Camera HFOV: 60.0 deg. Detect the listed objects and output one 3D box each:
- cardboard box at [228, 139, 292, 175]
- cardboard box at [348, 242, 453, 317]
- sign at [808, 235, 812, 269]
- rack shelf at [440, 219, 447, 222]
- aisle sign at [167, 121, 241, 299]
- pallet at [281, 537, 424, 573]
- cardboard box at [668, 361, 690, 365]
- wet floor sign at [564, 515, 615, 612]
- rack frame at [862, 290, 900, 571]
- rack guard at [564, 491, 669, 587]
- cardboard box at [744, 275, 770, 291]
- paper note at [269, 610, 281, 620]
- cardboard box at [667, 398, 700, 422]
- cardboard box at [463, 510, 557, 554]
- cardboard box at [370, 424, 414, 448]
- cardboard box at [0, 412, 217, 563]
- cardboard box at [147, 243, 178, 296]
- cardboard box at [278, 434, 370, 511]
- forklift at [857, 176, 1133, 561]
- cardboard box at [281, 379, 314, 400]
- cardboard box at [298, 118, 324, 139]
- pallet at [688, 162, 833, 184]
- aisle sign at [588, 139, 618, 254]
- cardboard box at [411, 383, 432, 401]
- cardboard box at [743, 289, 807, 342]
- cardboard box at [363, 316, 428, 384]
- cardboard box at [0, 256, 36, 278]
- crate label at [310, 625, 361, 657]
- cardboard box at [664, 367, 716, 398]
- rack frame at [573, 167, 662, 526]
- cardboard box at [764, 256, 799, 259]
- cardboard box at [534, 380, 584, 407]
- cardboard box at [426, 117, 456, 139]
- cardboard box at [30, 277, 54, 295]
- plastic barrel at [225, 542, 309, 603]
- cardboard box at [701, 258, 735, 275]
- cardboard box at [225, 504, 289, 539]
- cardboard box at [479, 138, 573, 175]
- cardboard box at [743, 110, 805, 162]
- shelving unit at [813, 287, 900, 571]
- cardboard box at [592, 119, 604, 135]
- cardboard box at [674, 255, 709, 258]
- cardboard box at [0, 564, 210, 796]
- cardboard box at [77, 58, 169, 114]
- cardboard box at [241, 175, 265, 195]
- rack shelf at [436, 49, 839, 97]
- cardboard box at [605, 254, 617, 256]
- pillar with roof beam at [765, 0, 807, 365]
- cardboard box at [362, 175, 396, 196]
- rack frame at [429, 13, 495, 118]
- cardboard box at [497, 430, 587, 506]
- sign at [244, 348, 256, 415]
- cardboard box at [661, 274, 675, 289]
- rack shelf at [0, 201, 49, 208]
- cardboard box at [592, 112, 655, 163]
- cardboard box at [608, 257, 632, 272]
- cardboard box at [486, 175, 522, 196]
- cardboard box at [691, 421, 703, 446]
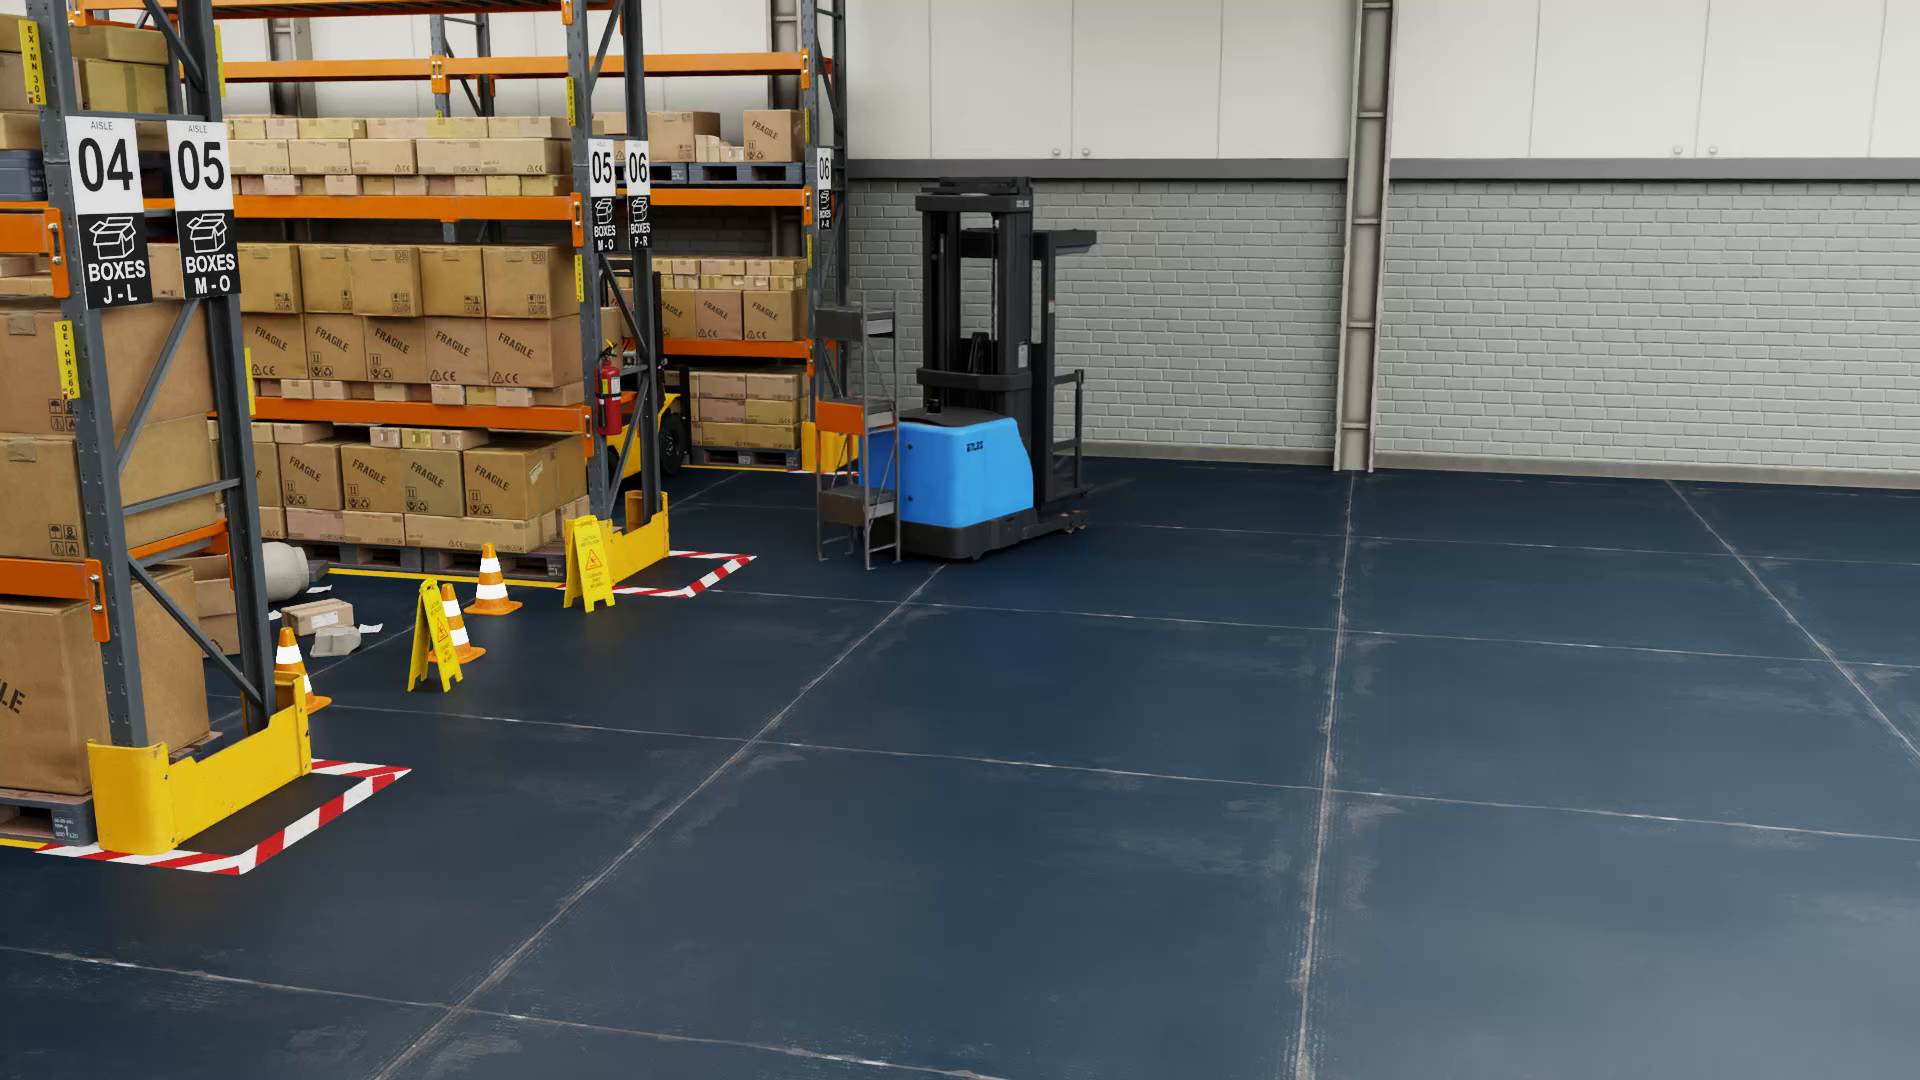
[{"bbox_3d":[-5.060,-2.845,12.368,0.500,0.250,0.500,3,13,14],"label":"cardboard box"},{"bbox_3d":[-4.082,-1.931,12.285,0.500,0.500,0.700,3,13,13],"label":"cardboard box"},{"bbox_3d":[-1.482,-2.847,16.420,0.005,0.325,0.100,3,13,14],"label":"sign"},{"bbox_3d":[-7.164,-3.704,18.239,4.000,0.370,1.077,3,13,14],"label":"rack shelf"},{"bbox_3d":[-3.471,-1.518,7.648,0.004,0.787,0.394,3,13,14],"label":"aisle sign"},{"bbox_3d":[-4.559,0.009,13.207,1.213,0.211,1.003,3,13,14],"label":"pallet"},{"bbox_3d":[-3.224,-1.776,17.885,0.500,0.250,0.500,3,13,12],"label":"cardboard box"},{"bbox_3d":[-2.596,0.149,11.573,0.232,0.644,0.267,8,15,33],"label":"wet floor sign"},{"bbox_3d":[-0.594,-0.825,12.603,0.015,2.100,0.400,9,16,36],"label":"rack frame"},{"bbox_3d":[-2.598,-0.019,12.665,0.348,0.500,1.175,3,13,14],"label":"rack guard"},{"bbox_3d":[-1.997,-2.611,16.848,0.250,0.149,0.380,3,13,14],"label":"cardboard box"},{"bbox_3d":[-4.707,0.514,11.375,0.142,0.019,0.148,8,15,33],"label":"paper note"},{"bbox_3d":[-2.876,-1.396,17.326,0.500,0.250,0.500,3,13,12],"label":"cardboard box"},{"bbox_3d":[-3.397,-0.085,12.569,0.500,0.250,0.500,3,13,13],"label":"cardboard box"},{"bbox_3d":[-4.236,-0.800,12.565,0.250,0.149,0.380,4,13,16],"label":"cardboard box"},{"bbox_3d":[-3.983,-0.272,7.689,0.550,0.550,0.875,3,13,14],"label":"cardboard box"},{"bbox_3d":[-6.032,-2.057,12.853,0.500,0.500,0.700,3,13,13],"label":"cardboard box"},{"bbox_3d":[-4.874,-0.532,12.853,0.500,0.500,0.500,4,13,16],"label":"cardboard box"},{"bbox_3d":[0.439,-1.540,13.906,1.130,2.935,3.031,9,15,34],"label":"forklift"},{"bbox_3d":[-4.939,-1.168,12.654,0.250,0.149,0.380,3,13,14],"label":"cardboard box"},{"bbox_3d":[-4.651,-3.026,12.260,0.250,0.149,0.380,3,13,15],"label":"cardboard box"},{"bbox_3d":[-2.019,-3.743,16.957,1.213,0.211,1.003,3,13,14],"label":"pallet"},{"bbox_3d":[-2.533,-2.440,11.806,0.004,0.787,0.394,3,13,14],"label":"aisle sign"},{"bbox_3d":[-3.927,-1.145,12.548,0.250,0.149,0.380,3,13,14],"label":"cardboard box"},{"bbox_3d":[-1.879,-2.299,16.938,0.500,0.500,0.500,3,13,12],"label":"cardboard box"},{"bbox_3d":[-4.087,-1.453,12.441,0.500,0.500,0.500,3,13,13],"label":"cardboard box"},{"bbox_3d":[-7.582,-2.168,13.196,0.250,0.149,0.380,3,13,12],"label":"cardboard box"},{"bbox_3d":[-3.965,0.634,10.558,0.298,0.136,0.250,-4,13,-16],"label":"crate label"},{"bbox_3d":[-2.850,-1.638,17.261,0.500,0.250,0.500,3,13,14],"label":"cardboard box"},{"bbox_3d":[-2.524,-1.235,12.377,0.127,3.000,1.000,3,13,14],"label":"rack frame"},{"bbox_3d":[-1.856,-2.879,17.372,0.250,0.149,0.380,4,13,15],"label":"cardboard box"},{"bbox_3d":[-2.938,-1.087,12.289,0.250,0.149,0.380,4,13,15],"label":"cardboard box"},{"bbox_3d":[-3.650,-2.977,12.039,0.250,0.149,0.380,3,13,14],"label":"cardboard box"},{"bbox_3d":[-6.911,-1.818,13.114,0.500,0.500,0.500,3,13,12],"label":"cardboard box"},{"bbox_3d":[-4.892,0.234,11.704,0.512,0.421,0.421,-9,15,-35],"label":"plastic barrel"},{"bbox_3d":[-2.468,-2.807,17.046,0.250,0.149,0.380,3,13,14],"label":"cardboard box"},{"bbox_3d":[-5.378,-0.193,13.057,0.500,0.250,0.500,4,13,17],"label":"cardboard box"},{"bbox_3d":[-3.085,-2.742,11.900,0.500,0.250,0.500,3,13,13],"label":"cardboard box"},{"bbox_3d":[-1.827,-4.018,16.563,0.500,0.500,0.500,3,13,15],"label":"cardboard box"},{"bbox_3d":[-0.788,-0.857,12.749,0.503,2.100,0.431,9,16,36],"label":"shelving unit"},{"bbox_3d":[-2.820,-3.028,12.269,0.250,0.149,0.380,3,13,13],"label":"cardboard box"},{"bbox_3d":[-2.849,-2.943,17.656,0.250,0.149,0.380,3,13,12],"label":"cardboard box"},{"bbox_3d":[-4.286,0.622,7.942,0.875,0.875,0.875,3,13,14],"label":"cardboard box"},{"bbox_3d":[-4.019,-2.058,7.620,0.500,0.250,0.500,3,13,13],"label":"cardboard box"},{"bbox_3d":[-5.165,-2.664,12.473,0.250,0.149,0.380,3,13,12],"label":"cardboard box"},{"bbox_3d":[-3.280,-4.766,17.022,4.000,0.370,1.077,3,13,14],"label":"rack shelf"},{"bbox_3d":[-3.841,-2.994,17.890,0.250,0.149,0.380,3,13,13],"label":"cardboard box"},{"bbox_3d":[-2.830,-4.529,13.369,0.400,9.000,9.100,3,13,14],"label":"pillar with roof beam"},{"bbox_3d":[-4.174,-2.609,12.223,0.250,0.149,0.380,3,13,12],"label":"cardboard box"},{"bbox_3d":[-5.222,-5.416,17.368,0.127,3.000,1.000,3,13,14],"label":"rack frame"},{"bbox_3d":[-3.264,-0.565,13.004,0.500,0.500,0.500,3,13,12],"label":"cardboard box"},{"bbox_3d":[-3.473,-0.767,8.084,0.005,0.325,0.100,3,13,14],"label":"sign"},{"bbox_3d":[-2.993,-2.665,17.094,0.250,0.149,0.380,3,13,14],"label":"cardboard box"},{"bbox_3d":[-8.349,-2.660,13.533,4.000,0.370,1.077,3,13,14],"label":"rack shelf"},{"bbox_3d":[-3.356,-4.132,17.070,0.637,0.503,0.797,3,13,15],"label":"cardboard box"},{"bbox_3d":[-3.467,-2.859,17.281,0.250,0.149,0.380,3,13,14],"label":"cardboard box"},{"bbox_3d":[-3.187,-2.543,11.924,0.250,0.149,0.380,3,13,14],"label":"cardboard box"},{"bbox_3d":[-2.834,-1.156,17.396,0.500,0.250,0.500,3,13,14],"label":"cardboard box"}]
